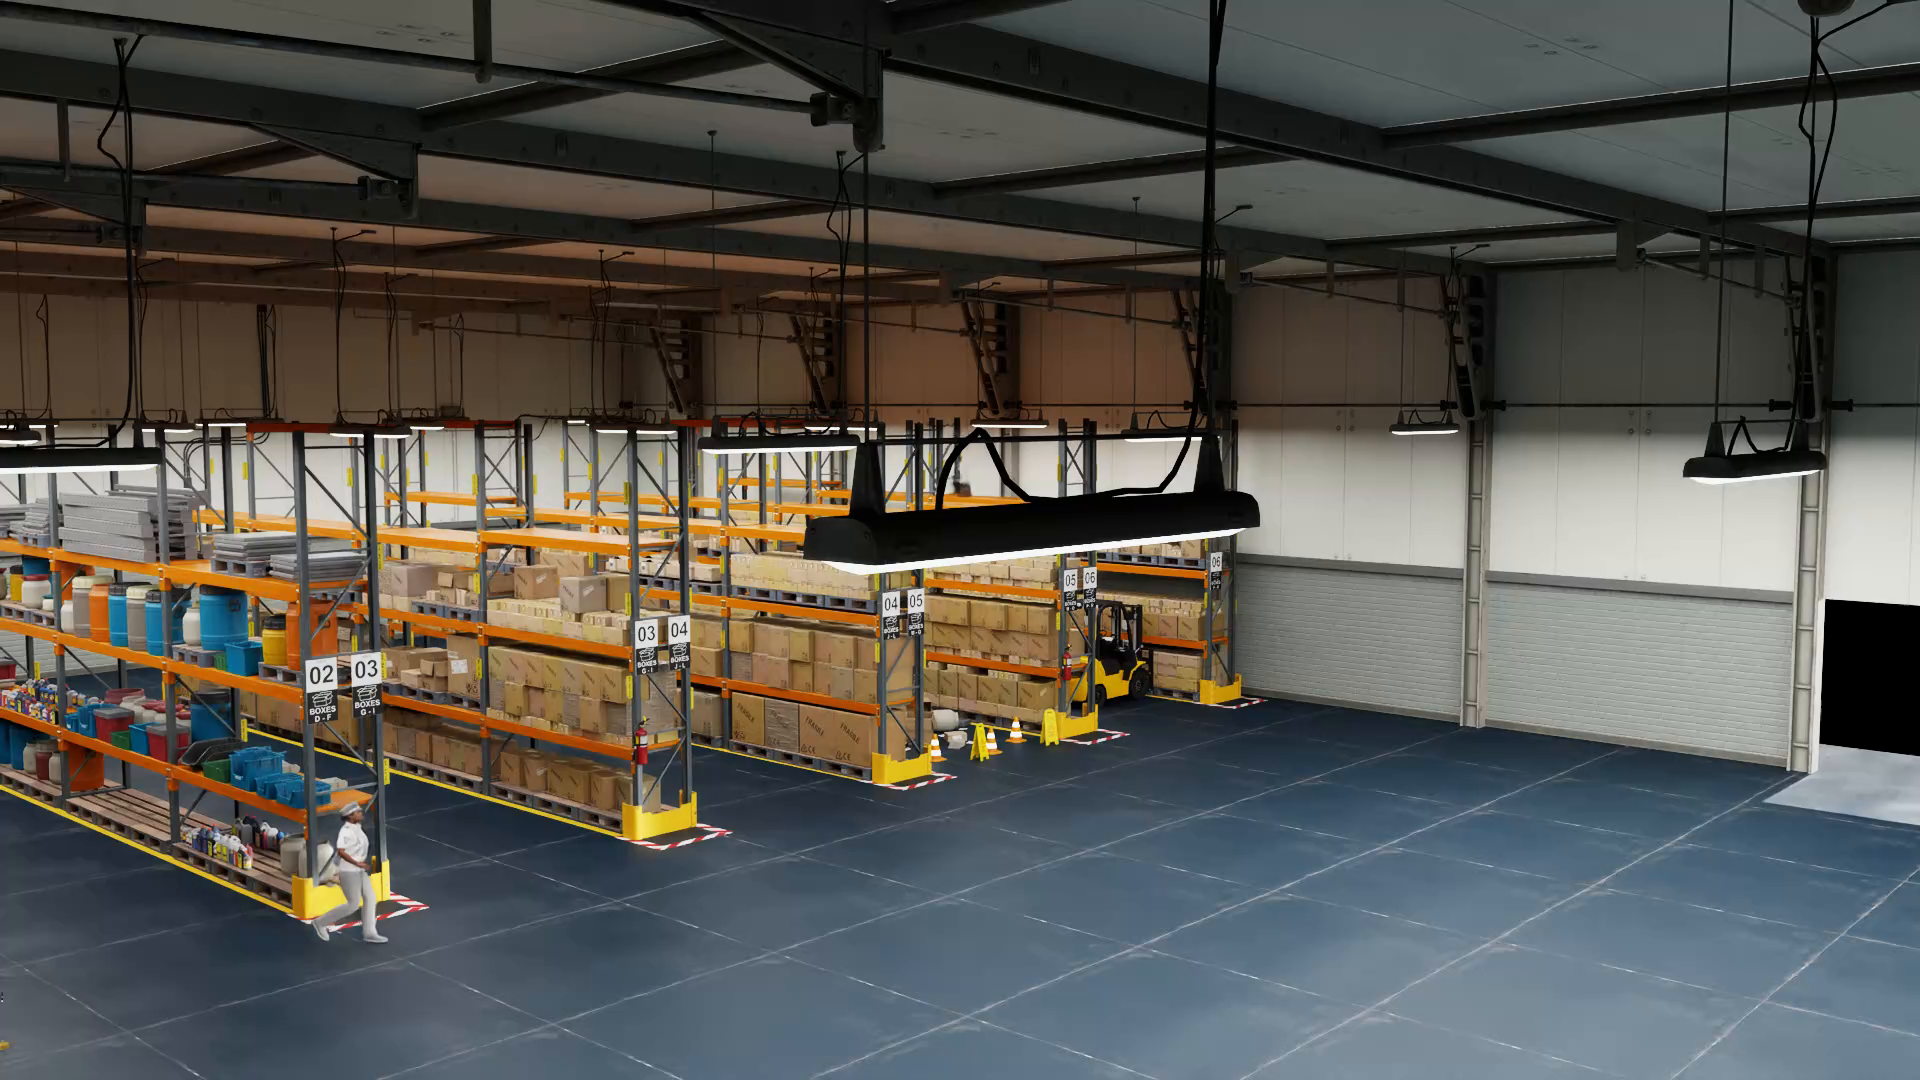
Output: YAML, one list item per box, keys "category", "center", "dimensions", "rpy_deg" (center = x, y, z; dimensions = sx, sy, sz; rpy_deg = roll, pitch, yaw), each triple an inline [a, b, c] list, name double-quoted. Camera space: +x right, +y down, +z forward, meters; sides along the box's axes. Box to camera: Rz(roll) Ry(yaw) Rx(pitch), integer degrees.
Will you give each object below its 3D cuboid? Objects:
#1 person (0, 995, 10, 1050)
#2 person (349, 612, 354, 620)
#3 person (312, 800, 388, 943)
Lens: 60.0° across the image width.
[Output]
- category: "person"
  center: [-9.754, 4.145, 16.297]
  dimensions: [0.757, 1.736, 0.726]
  rpy_deg: [-1, 5, -14]
- category: "person"
  center: [-13.571, 2.459, 37.252]
  dimensions: [0.581, 1.715, 0.880]
  rpy_deg: [-4, 6, -40]
- category: "person"
  center: [-7.152, 3.899, 19.619]
  dimensions: [0.830, 1.648, 0.645]
  rpy_deg: [0, 5, -6]
